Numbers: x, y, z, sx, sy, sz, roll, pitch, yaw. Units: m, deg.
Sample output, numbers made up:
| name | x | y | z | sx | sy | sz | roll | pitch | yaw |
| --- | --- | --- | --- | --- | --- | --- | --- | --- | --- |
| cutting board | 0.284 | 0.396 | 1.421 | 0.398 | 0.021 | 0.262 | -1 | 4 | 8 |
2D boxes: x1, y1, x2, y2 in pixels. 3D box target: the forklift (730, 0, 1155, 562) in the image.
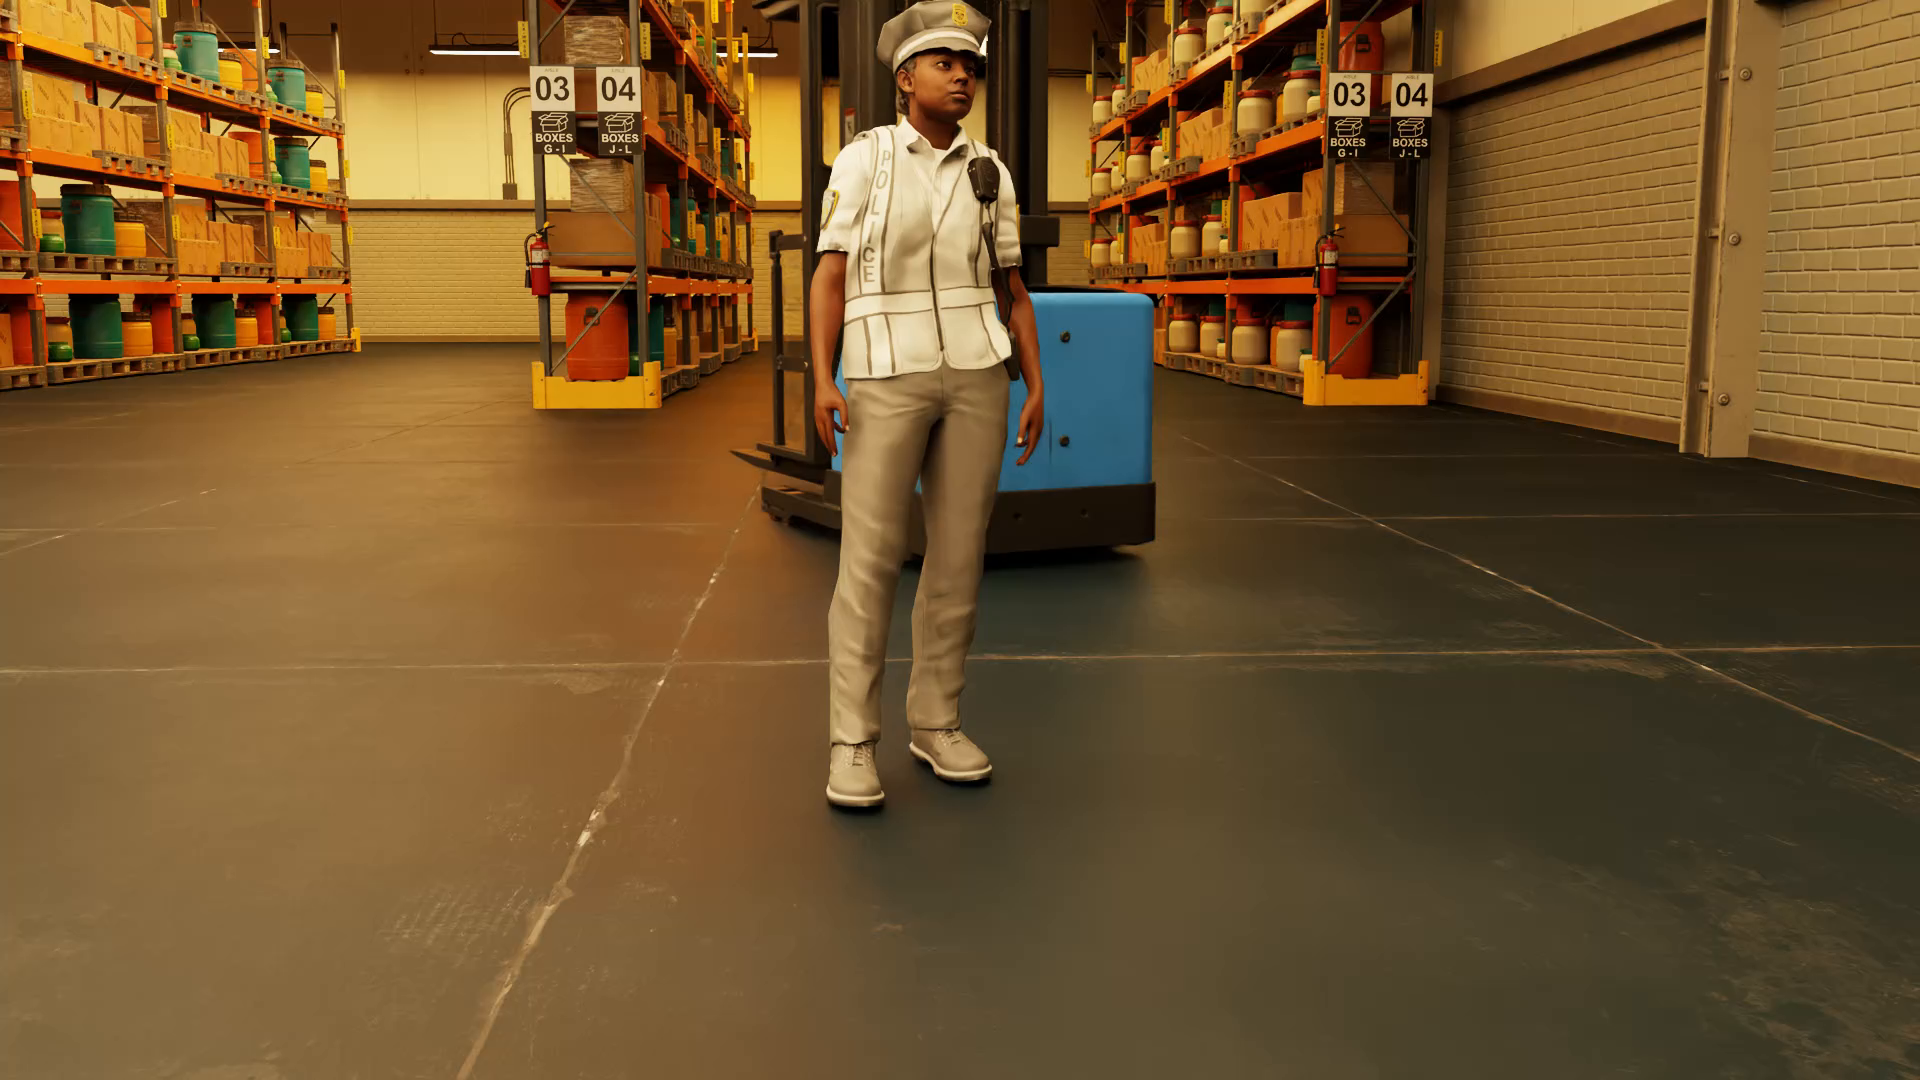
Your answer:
| name | x | y | z | sx | sy | sz | roll | pitch | yaw |
| --- | --- | --- | --- | --- | --- | --- | --- | --- | --- |
| forklift | -0.296 | -1.540 | 7.704 | 1.130 | 2.935 | 3.031 | -4 | 9 | -25 |

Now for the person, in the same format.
| name | x | y | z | sx | sy | sz | roll | pitch | yaw |
| --- | --- | --- | --- | --- | --- | --- | --- | --- | --- |
| person | -0.066 | -0.320 | 3.644 | 0.569 | 1.695 | 0.529 | -3 | 9 | -19 |
